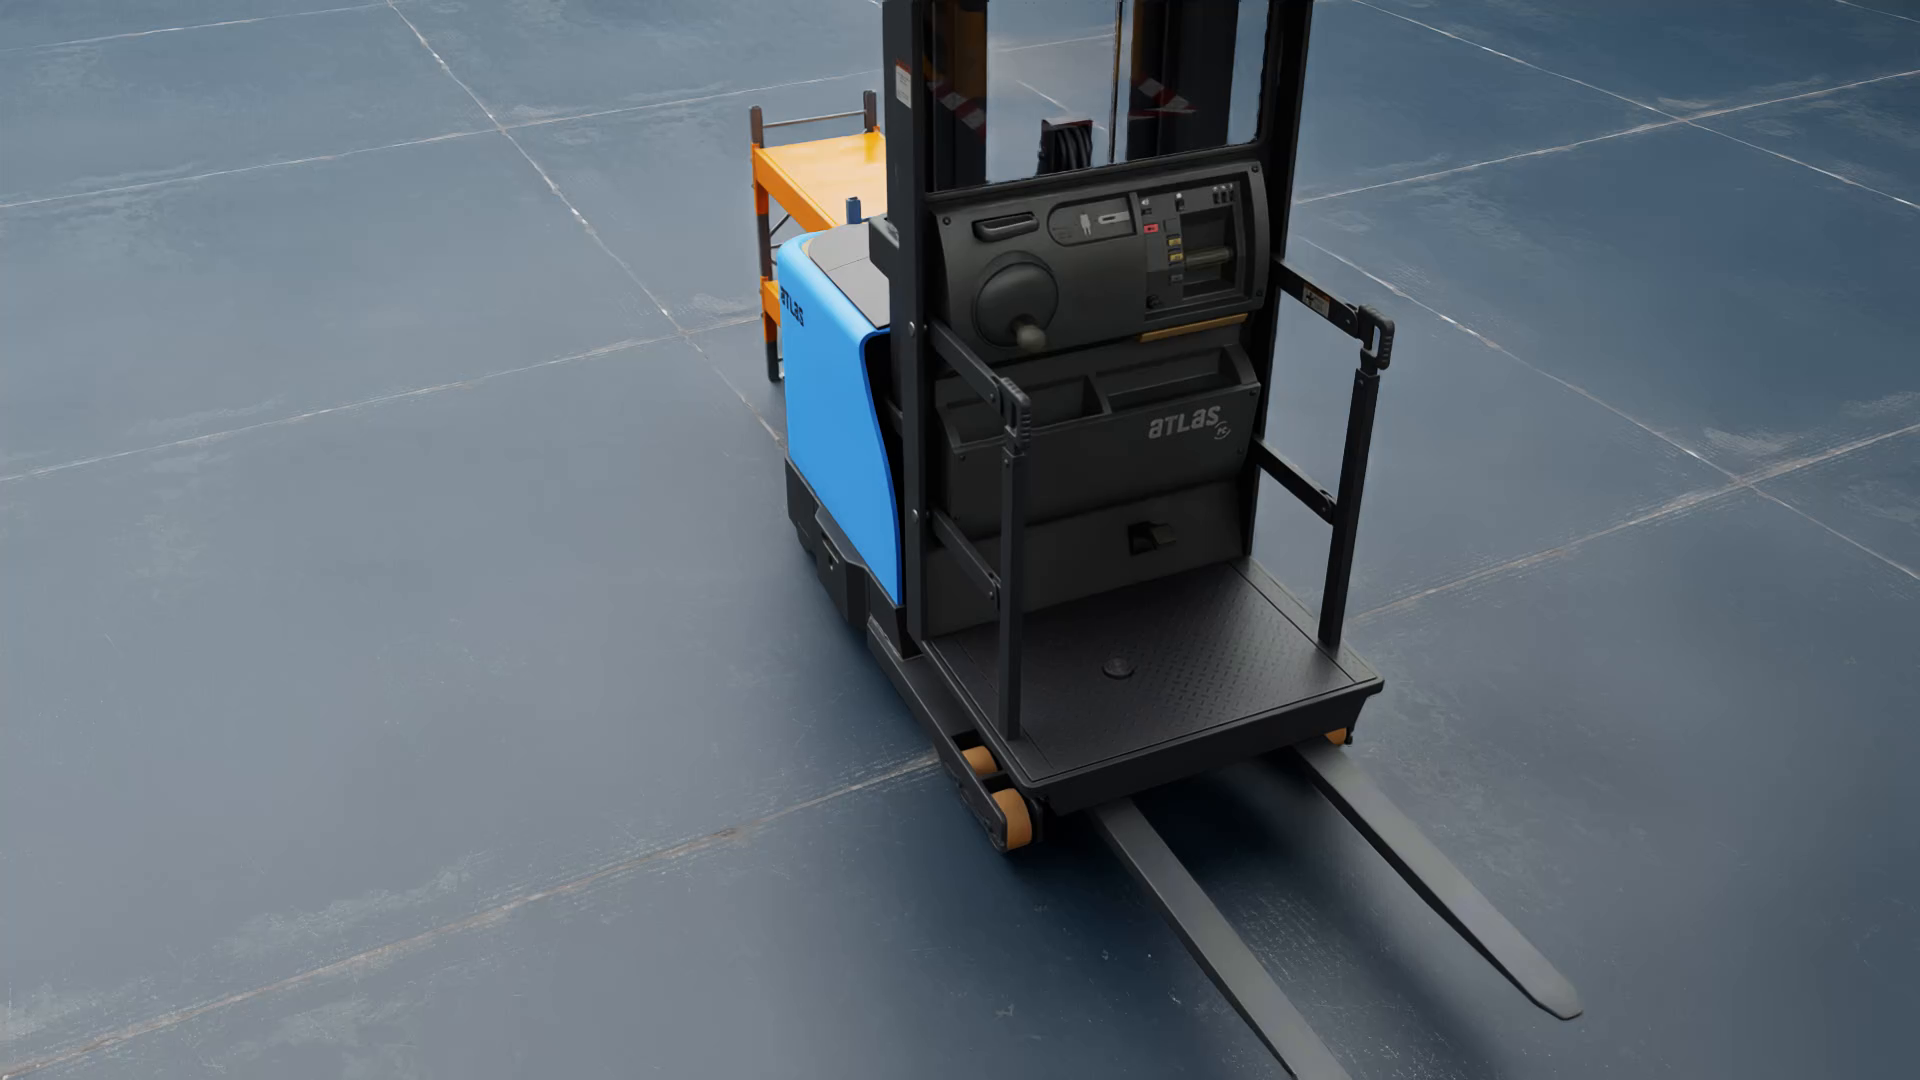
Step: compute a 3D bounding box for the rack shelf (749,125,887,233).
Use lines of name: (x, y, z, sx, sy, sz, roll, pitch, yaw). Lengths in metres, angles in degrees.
rack shelf: (-0.345, -1.180, 6.006, 0.538, 0.278, 1.000, -14, 35, -20)

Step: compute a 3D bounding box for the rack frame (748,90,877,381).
rack frame: (-0.553, -1.184, 6.555, 0.500, 1.125, 0.032, -14, 35, -20)

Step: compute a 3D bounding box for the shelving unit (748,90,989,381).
shelving unit: (-0.345, -0.933, 6.164, 0.538, 1.125, 1.048, -14, 35, -20)

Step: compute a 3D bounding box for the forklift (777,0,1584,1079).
forklift: (0.468, -0.669, 4.077, 1.130, 2.935, 3.031, -14, 35, -20)

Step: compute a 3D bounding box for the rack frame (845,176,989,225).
rack frame: (-0.138, -0.683, 5.774, 0.500, 1.125, 0.032, -14, 35, -20)

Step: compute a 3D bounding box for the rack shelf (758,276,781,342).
rack shelf: (-0.345, -0.728, 6.296, 0.538, 0.278, 1.000, -14, 35, -20)
